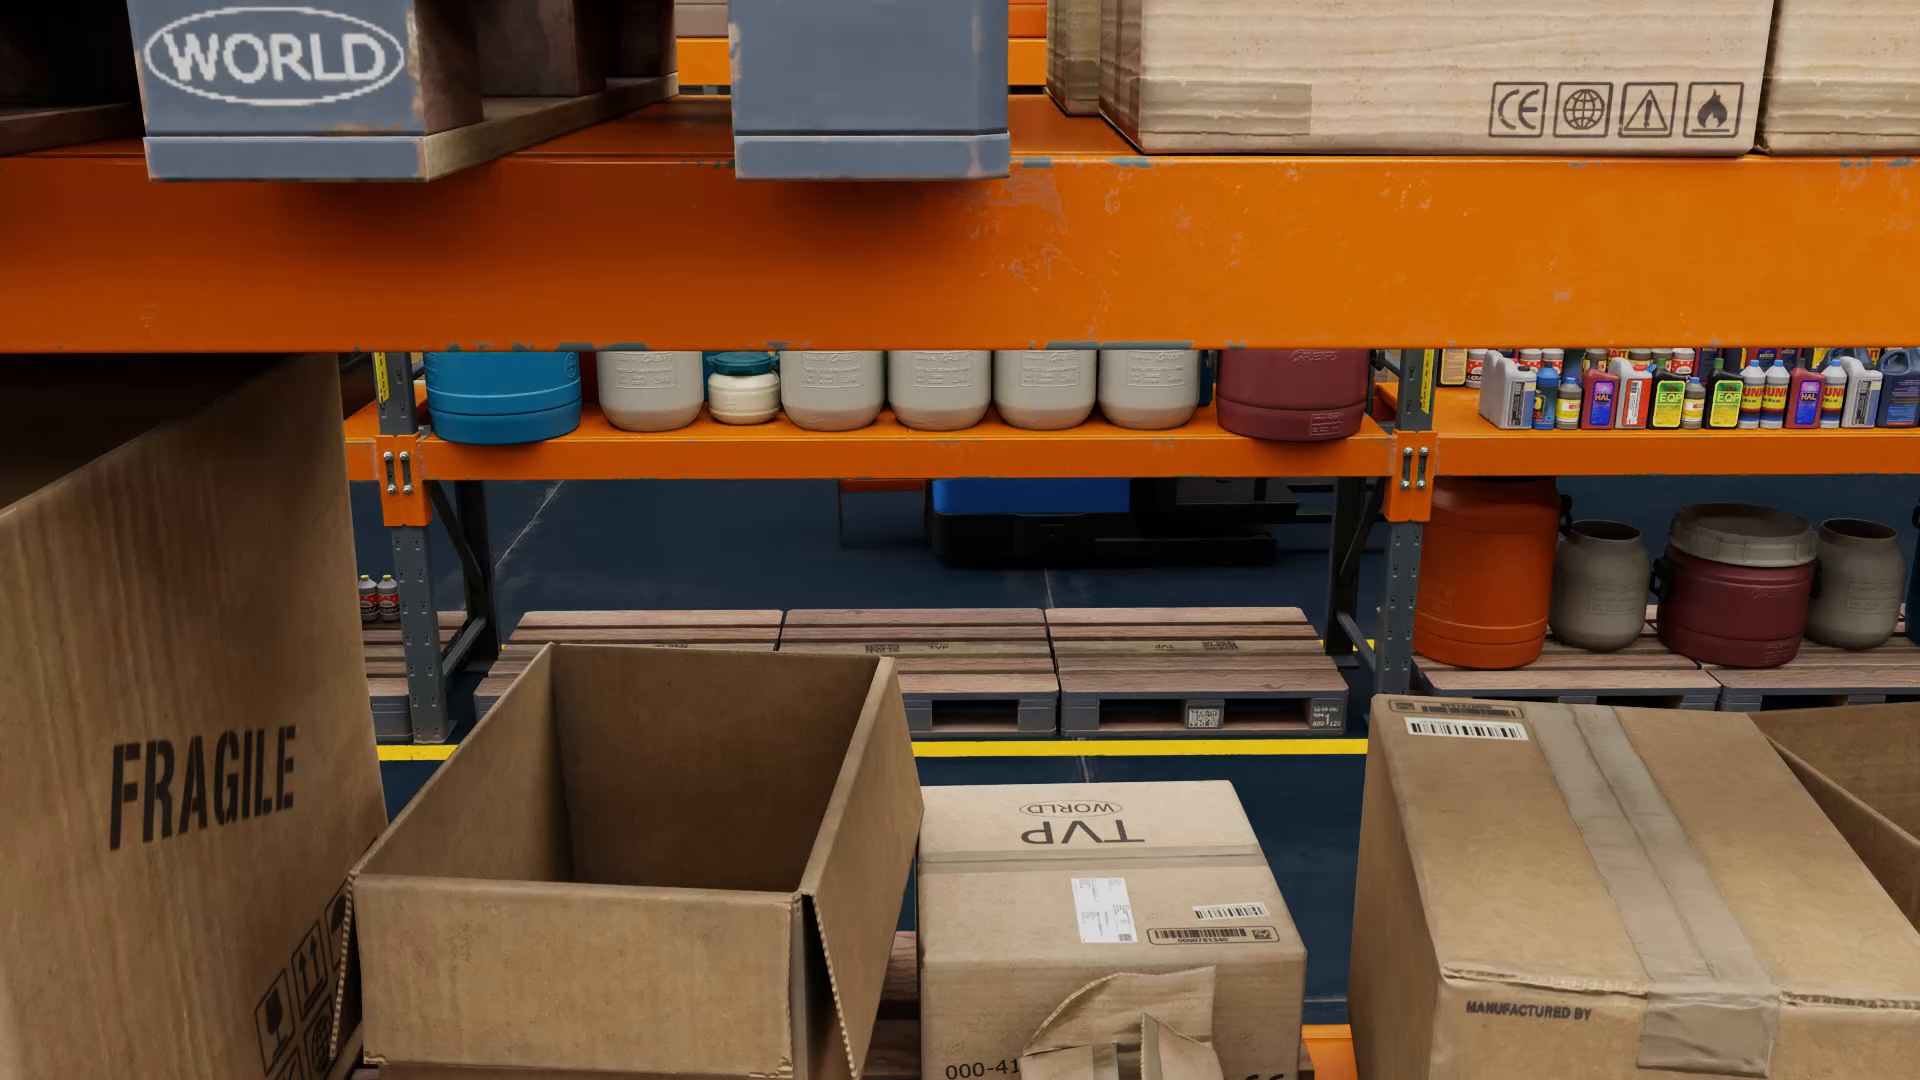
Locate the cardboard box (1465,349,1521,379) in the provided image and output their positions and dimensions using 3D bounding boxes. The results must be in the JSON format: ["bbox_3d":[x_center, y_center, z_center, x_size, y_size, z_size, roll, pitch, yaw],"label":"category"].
[{"bbox_3d":[3.722,-1.204,11.764,0.500,0.500,0.500,-1,18,-3],"label":"cardboard box"}]

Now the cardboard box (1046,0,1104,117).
[{"bbox_3d":[0.367,-0.660,2.030,0.500,0.250,0.500,0,18,0],"label":"cardboard box"}]

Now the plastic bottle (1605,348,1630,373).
[{"bbox_3d":[2.924,-0.817,7.395,0.097,0.271,0.097,0,18,0],"label":"plastic bottle"}]

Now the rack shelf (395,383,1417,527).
[{"bbox_3d":[-0.210,-0.396,7.049,4.000,0.370,1.077,0,18,-1],"label":"rack shelf"}]

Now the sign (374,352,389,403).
[{"bbox_3d":[-2.212,-0.693,6.343,0.005,0.325,0.100,0,18,-1],"label":"sign"}]

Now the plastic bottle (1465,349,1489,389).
[{"bbox_3d":[2.304,-0.781,7.396,0.097,0.201,0.097,0,18,0],"label":"plastic bottle"}]

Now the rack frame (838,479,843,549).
[{"bbox_3d":[-0.679,-0.558,9.322,0.015,1.200,0.240,-1,18,-3],"label":"rack frame"}]

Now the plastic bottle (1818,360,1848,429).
[{"bbox_3d":[3.499,-0.588,6.681,0.097,0.271,0.097,0,18,0],"label":"plastic bottle"}]

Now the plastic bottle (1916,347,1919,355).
[{"bbox_3d":[4.184,-0.744,7.280,0.097,0.201,0.097,0,18,0],"label":"plastic bottle"}]

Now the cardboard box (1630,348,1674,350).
[{"bbox_3d":[4.732,-1.210,11.781,0.500,0.500,0.500,0,18,-1],"label":"cardboard box"}]

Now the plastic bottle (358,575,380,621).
[{"bbox_3d":[-2.738,0.263,7.679,0.097,0.201,0.097,0,18,0],"label":"plastic bottle"}]

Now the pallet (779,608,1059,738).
[{"bbox_3d":[-0.202,0.576,7.405,1.213,0.211,1.003,0,18,-1],"label":"pallet"}]

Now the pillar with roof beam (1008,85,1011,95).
[{"bbox_3d":[0.388,-5.574,12.191,0.400,9.000,9.100,0,18,-1],"label":"pillar with roof beam"}]

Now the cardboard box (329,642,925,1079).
[{"bbox_3d":[-0.399,0.498,2.228,0.637,0.503,0.797,2,18,5],"label":"cardboard box"}]

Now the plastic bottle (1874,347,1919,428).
[{"bbox_3d":[3.774,-0.634,6.695,0.185,0.351,0.144,0,18,-1],"label":"plastic bottle"}]

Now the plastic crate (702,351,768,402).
[{"bbox_3d":[-1.111,-0.822,7.225,0.575,0.384,0.392,0,18,-1],"label":"plastic crate"}]

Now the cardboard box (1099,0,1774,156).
[{"bbox_3d":[0.399,-0.507,1.553,0.500,0.250,0.500,0,18,1],"label":"cardboard box"}]

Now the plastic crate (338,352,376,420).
[{"bbox_3d":[-2.735,-0.736,7.032,0.504,0.338,0.767,0,18,-1],"label":"plastic crate"}]

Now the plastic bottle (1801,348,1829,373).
[{"bbox_3d":[3.809,-0.852,7.374,0.185,0.351,0.144,0,18,-1],"label":"plastic bottle"}]

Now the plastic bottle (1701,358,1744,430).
[{"bbox_3d":[3.056,-0.586,6.655,0.133,0.283,0.061,0,18,-1],"label":"plastic bottle"}]

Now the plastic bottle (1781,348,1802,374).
[{"bbox_3d":[3.650,-0.813,7.364,0.133,0.283,0.061,0,18,-1],"label":"plastic bottle"}]

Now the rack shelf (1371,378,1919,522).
[{"bbox_3d":[3.790,-0.415,7.109,4.000,0.370,1.077,0,18,-1],"label":"rack shelf"}]

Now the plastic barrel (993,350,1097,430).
[{"bbox_3d":[0.344,-0.729,6.727,0.421,0.512,0.421,0,18,0],"label":"plastic barrel"}]

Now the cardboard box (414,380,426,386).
[{"bbox_3d":[-3.744,-1.057,11.747,0.500,0.250,0.500,0,18,-1],"label":"cardboard box"}]

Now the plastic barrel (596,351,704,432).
[{"bbox_3d":[-1.249,-0.731,6.694,0.433,0.535,0.433,0,18,0],"label":"plastic barrel"}]

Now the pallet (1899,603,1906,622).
[{"bbox_3d":[5.017,0.551,7.484,1.213,0.211,1.003,0,18,-1],"label":"pallet"}]

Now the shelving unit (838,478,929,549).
[{"bbox_3d":[-0.435,-0.561,9.334,0.503,1.200,0.258,-1,18,-3],"label":"shelving unit"}]

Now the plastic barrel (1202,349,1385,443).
[{"bbox_3d":[1.331,-0.718,6.653,0.708,0.536,0.600,0,18,-1],"label":"plastic barrel"}]

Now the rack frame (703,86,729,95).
[{"bbox_3d":[-2.366,-3.755,16.342,0.127,3.000,1.000,0,18,-1],"label":"rack frame"}]

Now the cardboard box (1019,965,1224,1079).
[{"bbox_3d":[0.205,0.719,1.928,0.258,0.266,0.396,-1,18,-2],"label":"cardboard box"}]

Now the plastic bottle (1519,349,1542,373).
[{"bbox_3d":[2.534,-0.782,7.400,0.097,0.201,0.097,0,18,0],"label":"plastic bottle"}]

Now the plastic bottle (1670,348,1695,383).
[{"bbox_3d":[3.216,-0.785,7.410,0.097,0.201,0.097,0,18,0],"label":"plastic bottle"}]

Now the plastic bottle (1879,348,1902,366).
[{"bbox_3d":[4.163,-0.817,7.387,0.135,0.276,0.152,0,18,-1],"label":"plastic bottle"}]

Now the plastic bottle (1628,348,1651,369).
[{"bbox_3d":[3.021,-0.784,7.407,0.097,0.201,0.097,0,18,0],"label":"plastic bottle"}]

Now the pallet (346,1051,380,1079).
[{"bbox_3d":[-1.365,0.916,2.096,1.213,0.211,1.003,0,18,-1],"label":"pallet"}]

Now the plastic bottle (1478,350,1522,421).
[{"bbox_3d":[2.225,-0.639,6.832,0.135,0.276,0.152,0,18,-1],"label":"plastic bottle"}]

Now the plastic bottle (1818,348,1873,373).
[{"bbox_3d":[3.637,-0.680,6.838,0.185,0.351,0.144,0,18,-1],"label":"plastic bottle"}]

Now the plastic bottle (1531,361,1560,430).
[{"bbox_3d":[2.344,-0.583,6.664,0.097,0.271,0.097,0,18,0],"label":"plastic bottle"}]

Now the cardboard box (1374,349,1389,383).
[{"bbox_3d":[2.699,-1.200,11.748,0.500,0.500,0.500,-1,18,-3],"label":"cardboard box"}]

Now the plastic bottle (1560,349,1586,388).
[{"bbox_3d":[2.729,-0.816,7.392,0.097,0.271,0.097,0,18,0],"label":"plastic bottle"}]

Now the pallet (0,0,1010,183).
[{"bbox_3d":[-0.475,-0.532,1.691,1.003,0.211,1.213,0,18,-1],"label":"pallet"}]

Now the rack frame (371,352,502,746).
[{"bbox_3d":[-2.209,-0.729,6.909,0.127,3.000,1.000,0,18,-1],"label":"rack frame"}]

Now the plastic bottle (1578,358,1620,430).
[{"bbox_3d":[2.557,-0.584,6.648,0.133,0.283,0.061,0,18,-1],"label":"plastic bottle"}]

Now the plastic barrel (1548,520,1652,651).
[{"bbox_3d":[2.842,0.199,7.403,0.421,0.512,0.421,0,18,0],"label":"plastic barrel"}]

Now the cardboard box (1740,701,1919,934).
[{"bbox_3d":[1.329,0.532,2.128,0.500,0.500,0.500,-2,18,-8],"label":"cardboard box"}]

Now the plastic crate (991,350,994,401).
[{"bbox_3d":[0.170,-0.864,7.227,0.583,0.464,0.402,0,18,-1],"label":"plastic crate"}]

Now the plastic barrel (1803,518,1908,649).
[{"bbox_3d":[3.971,0.193,7.419,0.421,0.512,0.421,0,18,0],"label":"plastic barrel"}]

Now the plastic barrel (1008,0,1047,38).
[{"bbox_3d":[0.312,-2.440,6.630,0.708,0.830,0.600,0,18,-1],"label":"plastic barrel"}]

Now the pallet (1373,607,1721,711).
[{"bbox_3d":[2.578,0.563,7.447,1.213,0.211,1.003,0,18,-1],"label":"pallet"}]

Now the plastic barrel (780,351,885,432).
[{"bbox_3d":[-0.516,-0.735,6.705,0.433,0.535,0.433,0,18,0],"label":"plastic barrel"}]

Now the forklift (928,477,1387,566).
[{"bbox_3d":[1.342,-1.416,9.164,3.031,2.935,1.130,-1,18,-3],"label":"forklift"}]

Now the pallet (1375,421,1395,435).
[{"bbox_3d":[2.463,-0.925,12.087,1.213,0.211,1.003,0,18,-1],"label":"pallet"}]

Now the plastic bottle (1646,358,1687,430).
[{"bbox_3d":[2.825,-0.585,6.652,0.133,0.283,0.061,0,18,-1],"label":"plastic bottle"}]

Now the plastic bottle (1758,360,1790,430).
[{"bbox_3d":[3.268,-0.587,6.677,0.097,0.271,0.097,0,18,0],"label":"plastic bottle"}]
